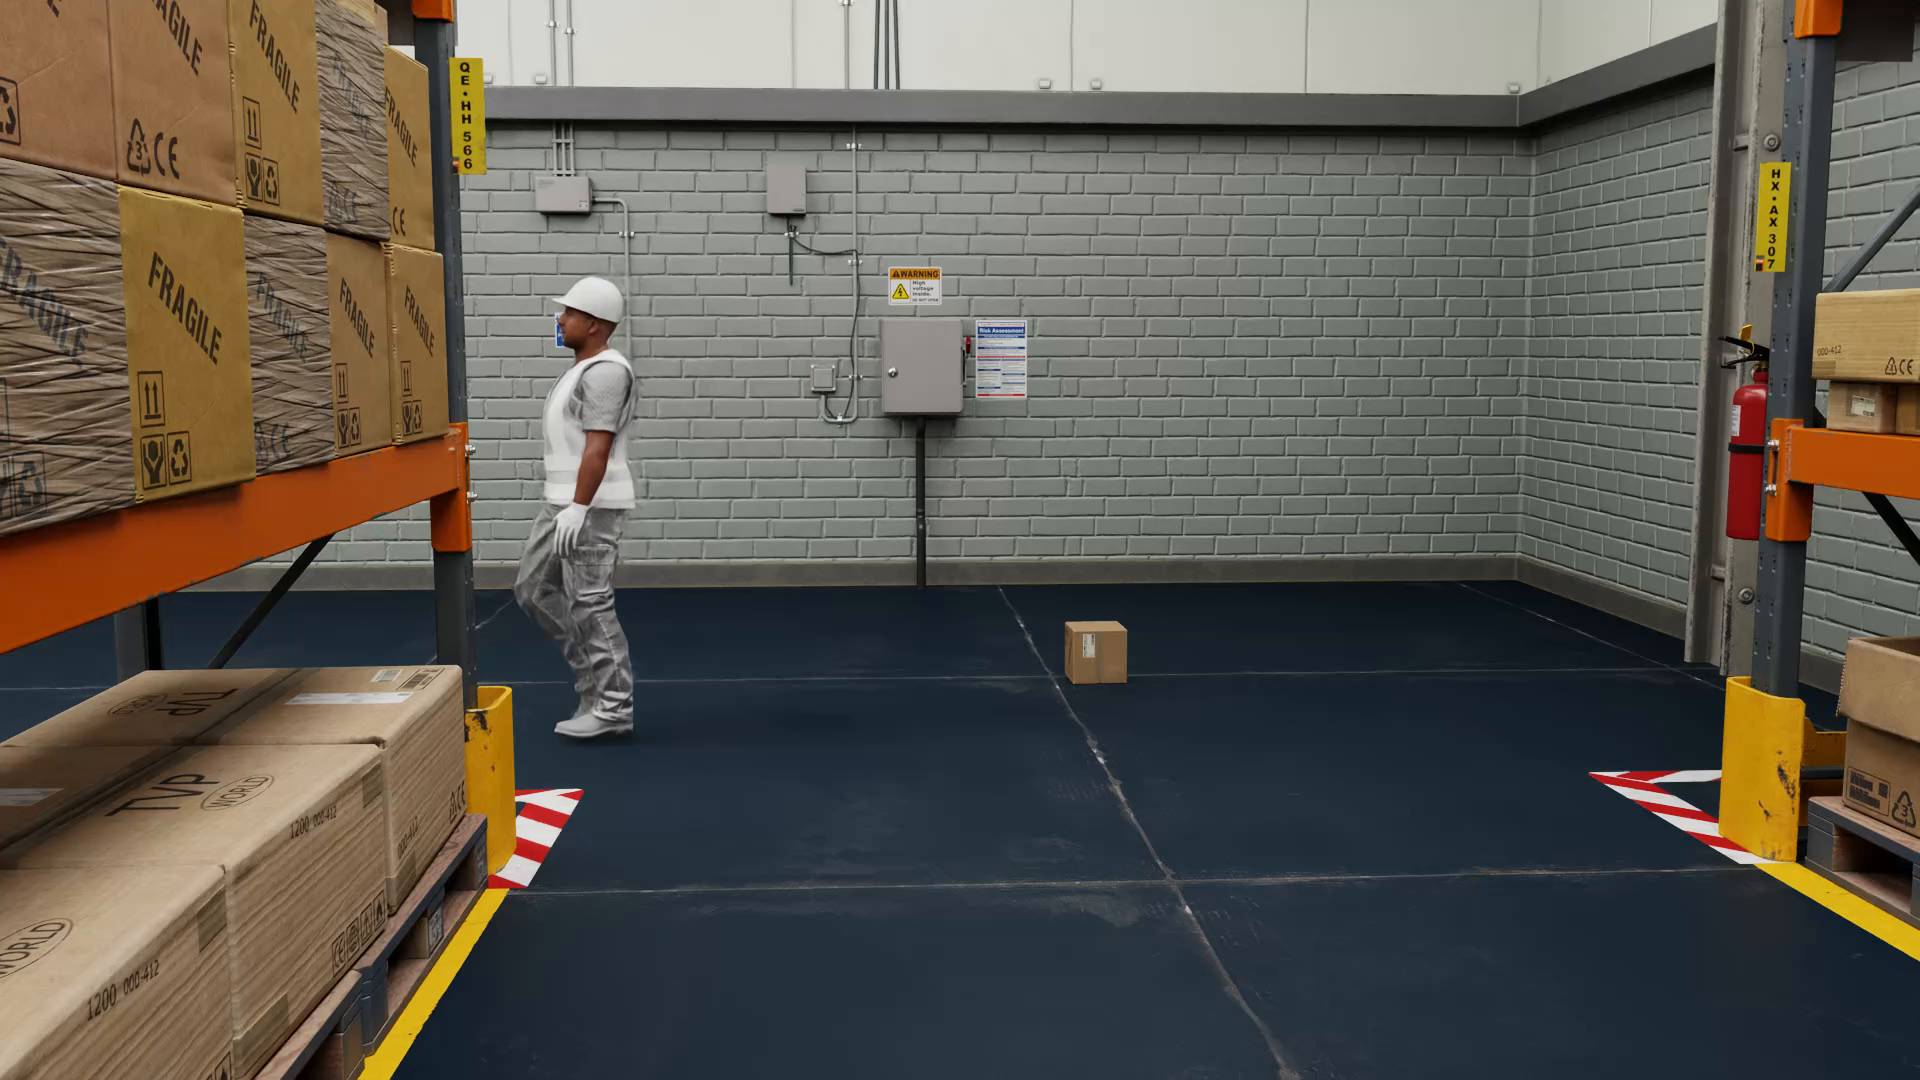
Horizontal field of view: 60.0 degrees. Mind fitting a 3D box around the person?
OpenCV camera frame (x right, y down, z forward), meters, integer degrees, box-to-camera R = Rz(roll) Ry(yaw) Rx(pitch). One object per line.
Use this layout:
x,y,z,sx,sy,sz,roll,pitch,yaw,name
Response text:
-1.484,-0.101,6.431,0.454,1.814,0.544,-3,7,-21,person
